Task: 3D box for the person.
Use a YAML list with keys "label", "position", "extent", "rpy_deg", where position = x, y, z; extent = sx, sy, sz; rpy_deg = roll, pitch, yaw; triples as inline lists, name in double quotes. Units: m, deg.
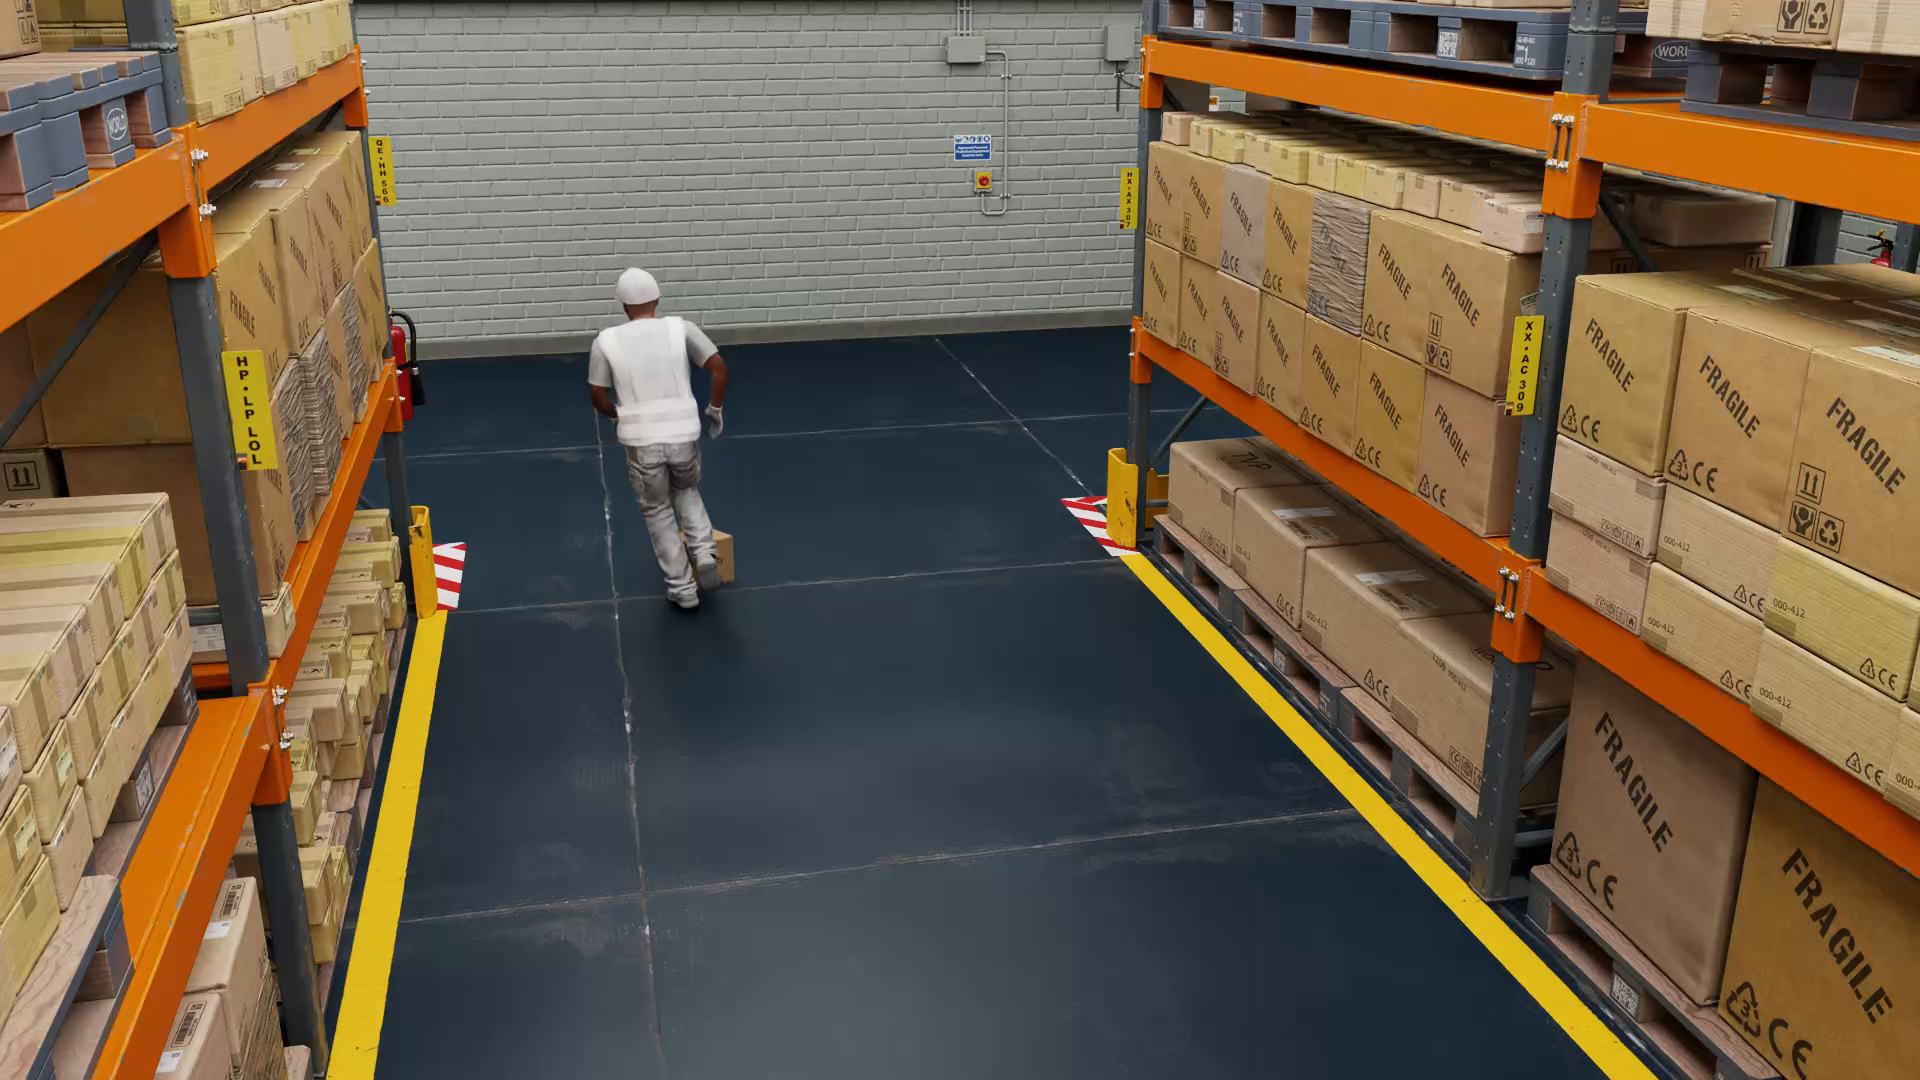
- label: "person"
  position: [-1.555, -0.534, 8.627]
  extent: [0.683, 1.724, 0.708]
  rpy_deg: [-7, 21, -20]
